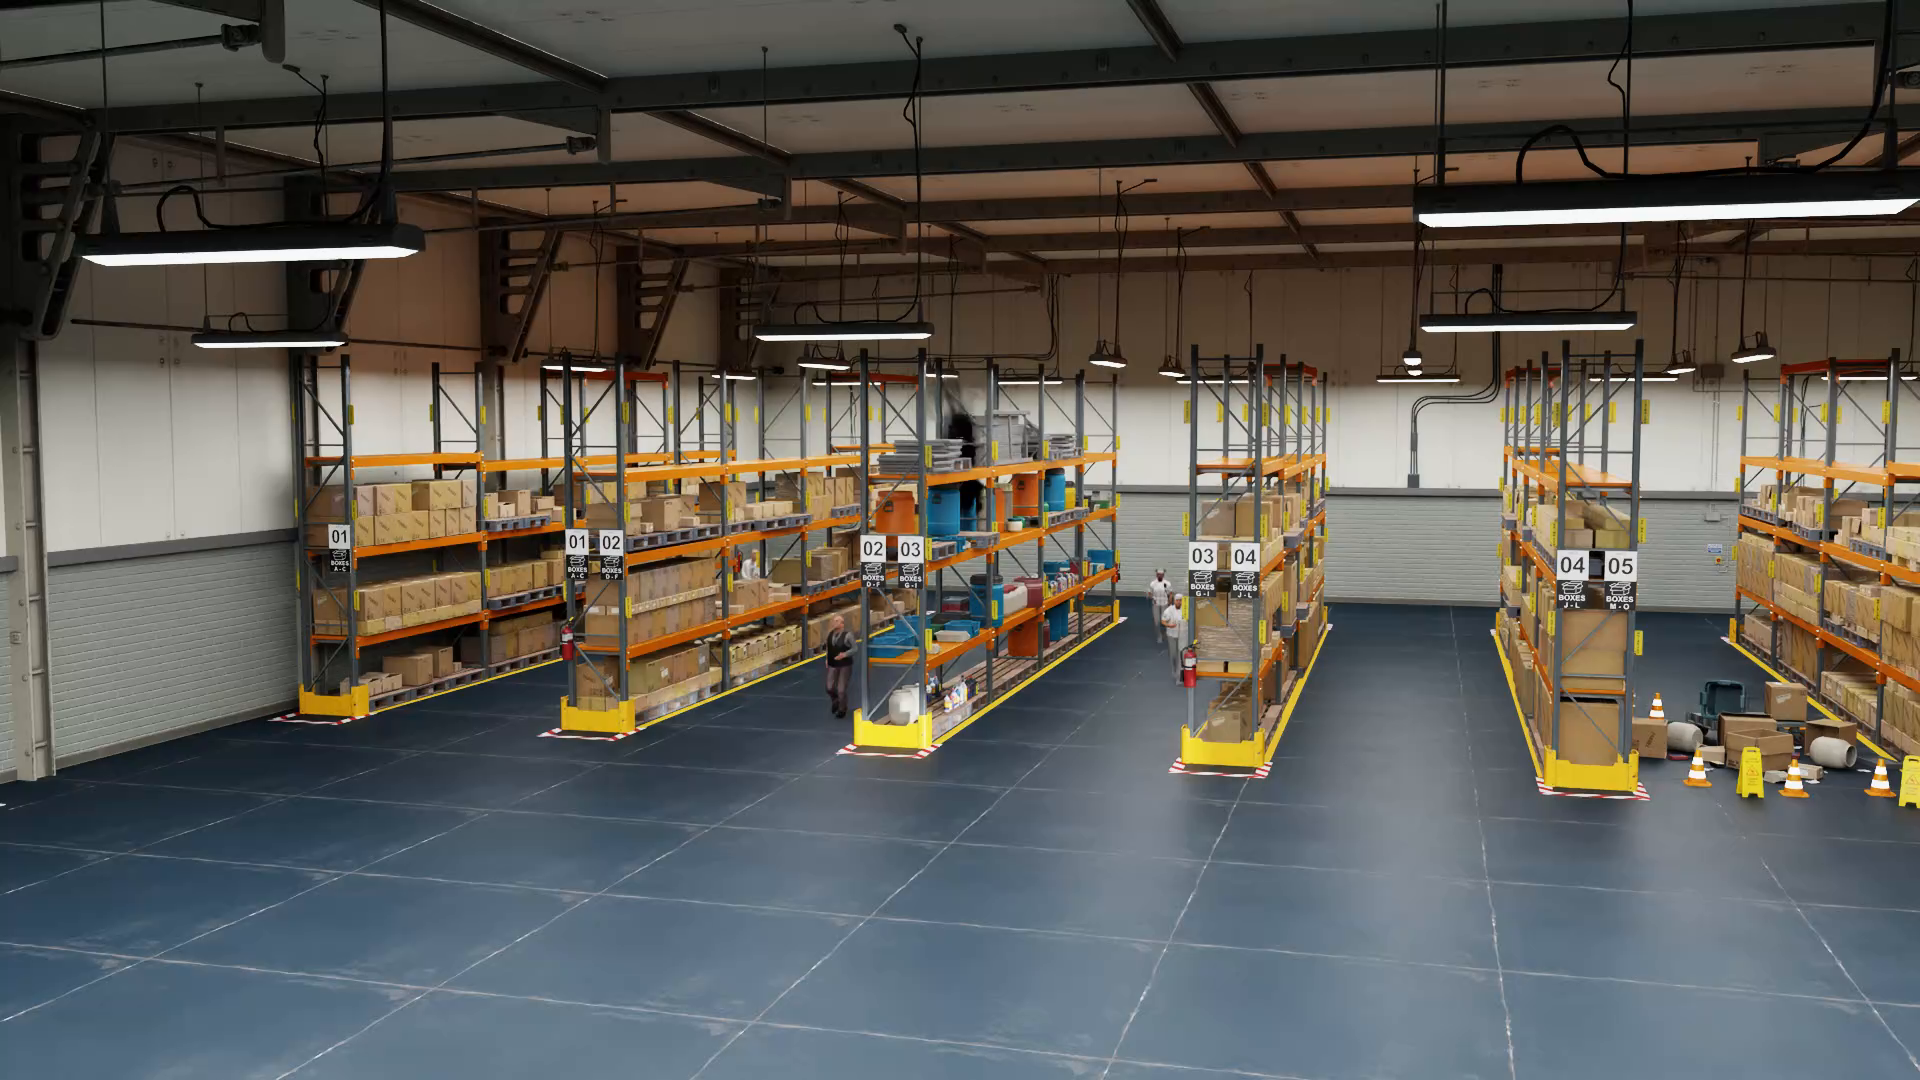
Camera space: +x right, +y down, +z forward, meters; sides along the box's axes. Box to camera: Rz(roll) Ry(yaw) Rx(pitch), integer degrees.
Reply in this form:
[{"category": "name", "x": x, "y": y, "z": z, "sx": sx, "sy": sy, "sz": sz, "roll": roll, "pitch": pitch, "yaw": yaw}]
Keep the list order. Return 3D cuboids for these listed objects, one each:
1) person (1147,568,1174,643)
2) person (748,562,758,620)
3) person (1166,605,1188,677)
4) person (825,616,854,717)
[{"category": "person", "x": 4.409, "y": 1.441, "z": 36.682, "sx": 0.551, "sy": 1.650, "sz": 0.560, "roll": 1, "pitch": 4, "yaw": 7}, {"category": "person", "x": -5.007, "y": 1.228, "z": 40.328, "sx": 0.607, "sy": 1.523, "sz": 0.579, "roll": 1, "pitch": 4, "yaw": 9}, {"category": "person", "x": 4.105, "y": 1.865, "z": 31.278, "sx": 0.451, "sy": 1.321, "sz": 0.812, "roll": 0, "pitch": 4, "yaw": 4}, {"category": "person", "x": -2.019, "y": 2.100, "z": 27.450, "sx": 0.519, "sy": 1.691, "sz": 0.585, "roll": 2, "pitch": 5, "yaw": 23}]
